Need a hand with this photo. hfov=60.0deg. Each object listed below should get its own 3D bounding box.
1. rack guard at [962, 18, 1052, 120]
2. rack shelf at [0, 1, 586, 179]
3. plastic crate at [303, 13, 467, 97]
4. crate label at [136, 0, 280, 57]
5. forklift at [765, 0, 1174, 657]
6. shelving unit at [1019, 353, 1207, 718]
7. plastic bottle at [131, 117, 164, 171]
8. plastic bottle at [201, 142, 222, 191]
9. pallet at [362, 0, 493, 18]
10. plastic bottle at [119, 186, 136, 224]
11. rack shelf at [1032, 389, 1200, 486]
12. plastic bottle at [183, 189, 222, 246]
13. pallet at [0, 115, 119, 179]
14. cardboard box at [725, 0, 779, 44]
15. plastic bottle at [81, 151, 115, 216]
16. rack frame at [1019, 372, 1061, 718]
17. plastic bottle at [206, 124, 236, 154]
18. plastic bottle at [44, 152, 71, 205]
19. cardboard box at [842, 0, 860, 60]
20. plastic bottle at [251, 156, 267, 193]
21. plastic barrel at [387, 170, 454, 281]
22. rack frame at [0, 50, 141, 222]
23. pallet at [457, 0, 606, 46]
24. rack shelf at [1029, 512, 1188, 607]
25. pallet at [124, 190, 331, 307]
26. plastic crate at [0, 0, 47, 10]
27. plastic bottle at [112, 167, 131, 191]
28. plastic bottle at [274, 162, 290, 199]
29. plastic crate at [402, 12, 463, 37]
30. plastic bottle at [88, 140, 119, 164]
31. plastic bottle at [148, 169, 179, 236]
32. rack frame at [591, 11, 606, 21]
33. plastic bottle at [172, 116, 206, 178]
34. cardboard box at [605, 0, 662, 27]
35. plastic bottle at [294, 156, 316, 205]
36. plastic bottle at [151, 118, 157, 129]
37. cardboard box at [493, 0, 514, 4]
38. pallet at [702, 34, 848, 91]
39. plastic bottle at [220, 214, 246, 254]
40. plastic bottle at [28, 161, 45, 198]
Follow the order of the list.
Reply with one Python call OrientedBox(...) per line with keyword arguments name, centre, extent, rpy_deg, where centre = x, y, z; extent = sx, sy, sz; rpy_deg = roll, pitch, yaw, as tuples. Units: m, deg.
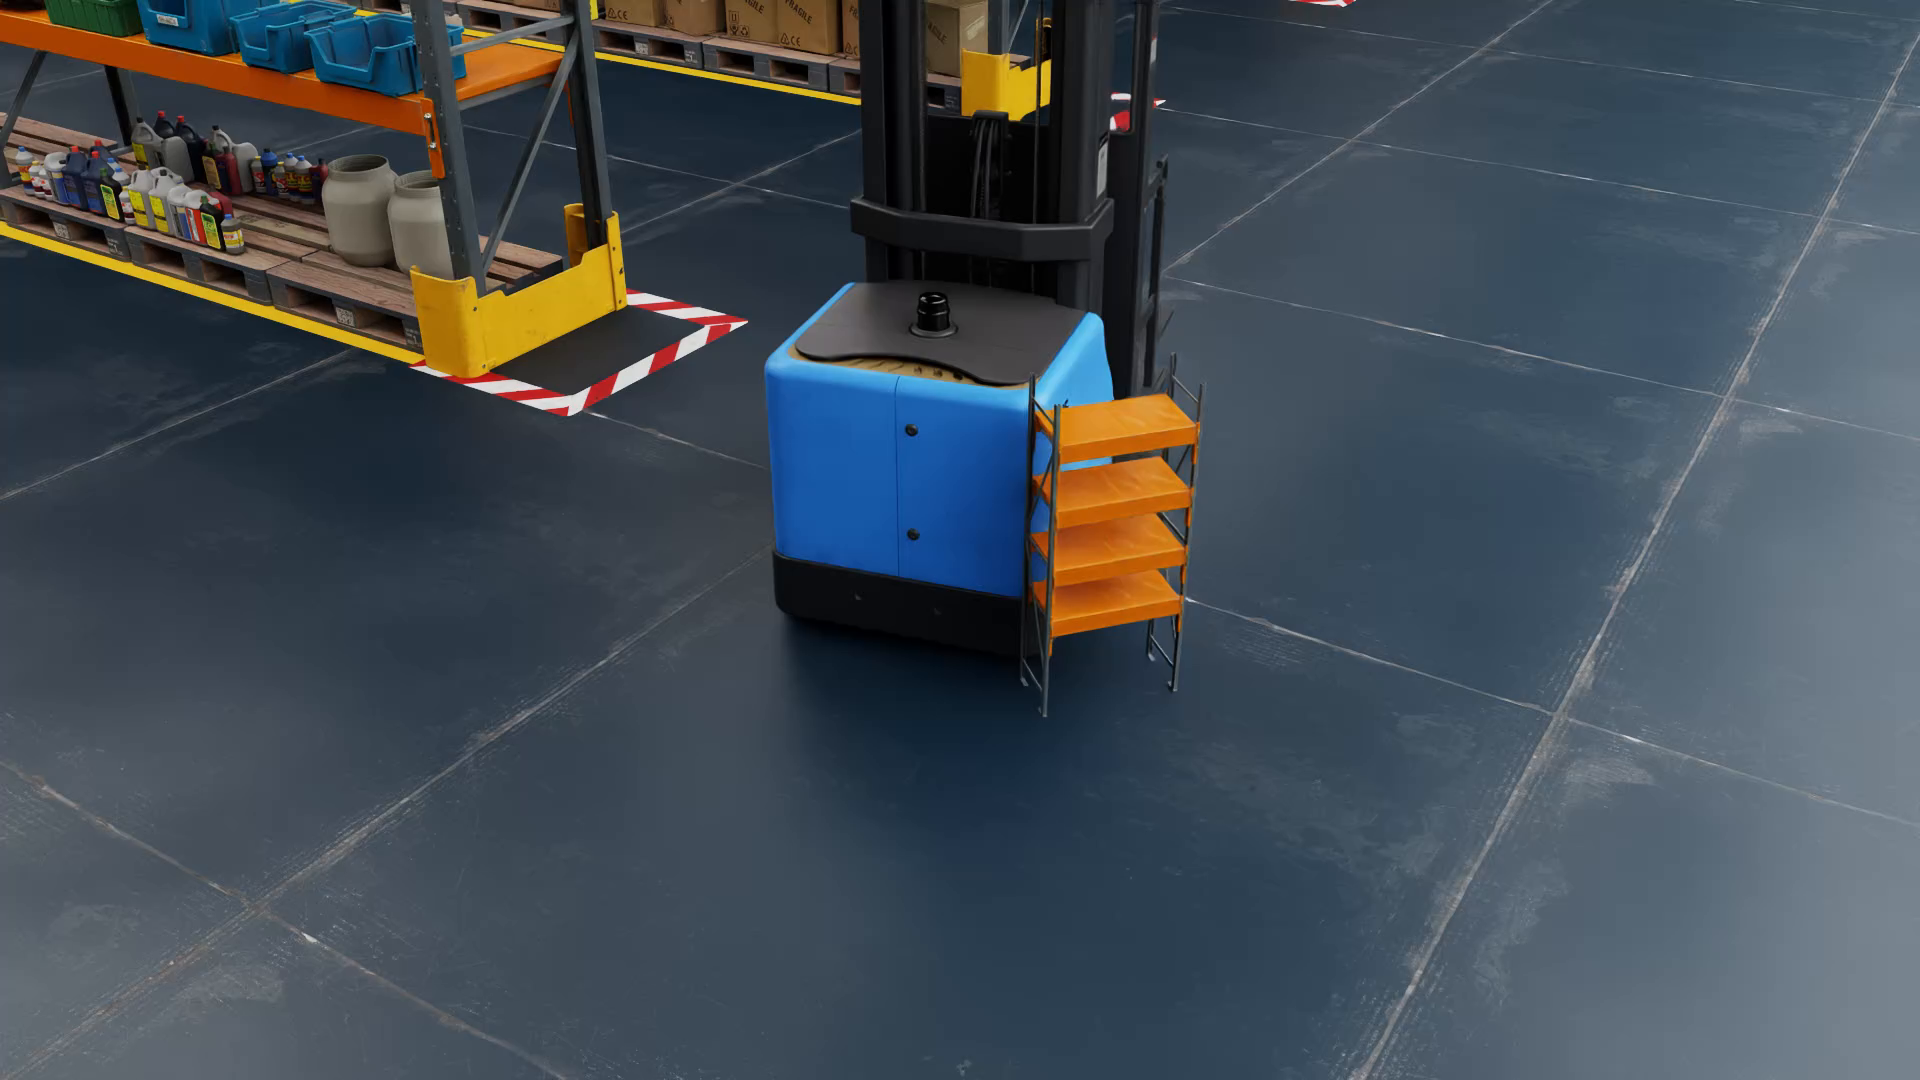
OrientedBox(name="rack guard", centre=(0.444, -3.418, 12.113), extent=(0.348, 0.500, 1.175), rpy_deg=(18, 35, 27))
OrientedBox(name="rack shelf", centre=(-3.819, -2.589, 8.924), extent=(4.000, 0.370, 1.077), rpy_deg=(18, 35, 27))
OrientedBox(name="plastic crate", centre=(-2.708, -2.306, 7.873), extent=(0.616, 0.251, 0.499), rpy_deg=(18, 35, 27))
OrientedBox(name="crate label", centre=(-3.828, -2.756, 8.463), extent=(0.616, 0.435, 0.502), rpy_deg=(18, 35, 27))
OrientedBox(name="forklift", centre=(0.264, -1.582, 6.553), extent=(1.130, 2.935, 3.031), rpy_deg=(10, 32, 16))
OrientedBox(name="shelving unit", centre=(0.490, 0.001, 5.549), extent=(0.503, 1.200, 0.258), rpy_deg=(-9, 33, -16))
OrientedBox(name="plastic bottle", centre=(-4.891, -2.370, 10.028), extent=(0.185, 0.351, 0.144), rpy_deg=(18, 35, 27))
OrientedBox(name="plastic bottle", centre=(-4.411, -2.214, 9.827), extent=(0.133, 0.283, 0.061), rpy_deg=(18, 35, 27))
OrientedBox(name="pallet", centre=(-4.577, -4.879, 14.904), extent=(1.213, 0.211, 1.003), rpy_deg=(18, 35, 27))
OrientedBox(name="plastic bottle", centre=(-4.663, -1.887, 9.348), extent=(0.097, 0.201, 0.097), rpy_deg=(0, 30, 0))
OrientedBox(name="rack shelf", centre=(0.494, -0.332, 5.342), extent=(0.480, 0.148, 0.258), rpy_deg=(-9, 33, -16))
OrientedBox(name="plastic bottle", centre=(-4.112, -1.761, 9.059), extent=(0.135, 0.276, 0.152), rpy_deg=(18, 35, 28))
OrientedBox(name="pallet", centre=(-6.199, -2.424, 10.696), extent=(1.213, 0.211, 1.003), rpy_deg=(18, 35, 27))
OrientedBox(name="cardboard box", centre=(-1.505, -4.244, 13.111), extent=(0.500, 0.500, 0.500), rpy_deg=(14, 33, 23))
OrientedBox(name="plastic bottle", centre=(-4.890, -2.037, 9.457), extent=(0.185, 0.351, 0.144), rpy_deg=(16, 34, 25))
OrientedBox(name="rack frame", centre=(0.259, 0.040, 5.483), extent=(0.015, 1.200, 0.240), rpy_deg=(-9, 33, -16))
OrientedBox(name="plastic bottle", centre=(-4.378, -2.294, 9.897), extent=(0.185, 0.351, 0.144), rpy_deg=(17, 34, 27))
OrientedBox(name="plastic bottle", centre=(-5.188, -2.101, 9.641), extent=(0.135, 0.276, 0.152), rpy_deg=(19, 35, 29))
OrientedBox(name="cardboard box", centre=(-0.536, -3.899, 12.521), extent=(0.500, 0.500, 0.500), rpy_deg=(-25, 38, -36))
OrientedBox(name="plastic bottle", centre=(-4.128, -2.164, 9.823), extent=(0.097, 0.201, 0.097), rpy_deg=(0, 30, 0))
OrientedBox(name="plastic barrel", centre=(-2.723, -1.614, 8.592), extent=(0.421, 0.512, 0.421), rpy_deg=(0, 30, 0))
OrientedBox(name="rack frame", centre=(-5.513, -3.435, 9.661), extent=(0.127, 3.000, 1.000), rpy_deg=(18, 35, 27))
OrientedBox(name="pallet", centre=(-3.540, -4.553, 14.344), extent=(1.213, 0.211, 1.003), rpy_deg=(18, 35, 27))
OrientedBox(name="rack shelf", centre=(0.490, 0.058, 5.585), extent=(0.480, 0.148, 0.258), rpy_deg=(-9, 33, -16))
OrientedBox(name="pallet", centre=(-3.929, -1.707, 9.466), extent=(1.213, 0.211, 1.003), rpy_deg=(18, 35, 27))
OrientedBox(name="plastic crate", centre=(-5.137, -3.214, 9.344), extent=(0.504, 0.338, 0.767), rpy_deg=(18, 35, 27))
OrientedBox(name="plastic bottle", centre=(-4.745, -1.979, 9.437), extent=(0.097, 0.271, 0.097), rpy_deg=(0, 30, 0))
OrientedBox(name="plastic bottle", centre=(-3.954, -2.109, 9.728), extent=(0.097, 0.201, 0.097), rpy_deg=(0, 30, 0))
OrientedBox(name="plastic crate", centre=(-2.712, -2.627, 8.537), extent=(0.250, 0.136, 0.298), rpy_deg=(18, 35, 27))
OrientedBox(name="plastic bottle", centre=(-4.973, -2.149, 9.649), extent=(0.185, 0.351, 0.144), rpy_deg=(18, 35, 27))
OrientedBox(name="plastic bottle", centre=(-4.372, -1.873, 9.177), extent=(0.185, 0.351, 0.144), rpy_deg=(19, 35, 29))
OrientedBox(name="rack frame", centre=(-2.880, -5.549, 13.285), extent=(0.127, 3.000, 1.000), rpy_deg=(18, 35, 27))
OrientedBox(name="plastic bottle", centre=(-4.652, -2.380, 10.045), extent=(0.185, 0.351, 0.144), rpy_deg=(16, 34, 25))
OrientedBox(name="cardboard box", centre=(-2.562, -4.527, 13.596), extent=(0.500, 0.500, 0.500), rpy_deg=(16, 34, 26))
OrientedBox(name="plastic bottle", centre=(-3.785, -2.086, 9.619), extent=(0.097, 0.271, 0.097), rpy_deg=(0, 30, 0))
OrientedBox(name="plastic bottle", centre=(-4.930, -2.464, 10.256), extent=(0.133, 0.283, 0.061), rpy_deg=(19, 35, 30))
OrientedBox(name="cardboard box", centre=(-3.782, -4.969, 14.334), extent=(0.500, 0.500, 0.700), rpy_deg=(17, 34, 27))
OrientedBox(name="pallet", centre=(-1.255, -3.853, 13.146), extent=(1.213, 0.211, 1.003), rpy_deg=(18, 35, 27))
OrientedBox(name="plastic bottle", centre=(-3.913, -1.650, 8.942), extent=(0.097, 0.201, 0.097), rpy_deg=(0, 30, 0))
OrientedBox(name="plastic bottle", centre=(-5.390, -2.117, 9.742), extent=(0.097, 0.201, 0.097), rpy_deg=(0, 30, 0))
